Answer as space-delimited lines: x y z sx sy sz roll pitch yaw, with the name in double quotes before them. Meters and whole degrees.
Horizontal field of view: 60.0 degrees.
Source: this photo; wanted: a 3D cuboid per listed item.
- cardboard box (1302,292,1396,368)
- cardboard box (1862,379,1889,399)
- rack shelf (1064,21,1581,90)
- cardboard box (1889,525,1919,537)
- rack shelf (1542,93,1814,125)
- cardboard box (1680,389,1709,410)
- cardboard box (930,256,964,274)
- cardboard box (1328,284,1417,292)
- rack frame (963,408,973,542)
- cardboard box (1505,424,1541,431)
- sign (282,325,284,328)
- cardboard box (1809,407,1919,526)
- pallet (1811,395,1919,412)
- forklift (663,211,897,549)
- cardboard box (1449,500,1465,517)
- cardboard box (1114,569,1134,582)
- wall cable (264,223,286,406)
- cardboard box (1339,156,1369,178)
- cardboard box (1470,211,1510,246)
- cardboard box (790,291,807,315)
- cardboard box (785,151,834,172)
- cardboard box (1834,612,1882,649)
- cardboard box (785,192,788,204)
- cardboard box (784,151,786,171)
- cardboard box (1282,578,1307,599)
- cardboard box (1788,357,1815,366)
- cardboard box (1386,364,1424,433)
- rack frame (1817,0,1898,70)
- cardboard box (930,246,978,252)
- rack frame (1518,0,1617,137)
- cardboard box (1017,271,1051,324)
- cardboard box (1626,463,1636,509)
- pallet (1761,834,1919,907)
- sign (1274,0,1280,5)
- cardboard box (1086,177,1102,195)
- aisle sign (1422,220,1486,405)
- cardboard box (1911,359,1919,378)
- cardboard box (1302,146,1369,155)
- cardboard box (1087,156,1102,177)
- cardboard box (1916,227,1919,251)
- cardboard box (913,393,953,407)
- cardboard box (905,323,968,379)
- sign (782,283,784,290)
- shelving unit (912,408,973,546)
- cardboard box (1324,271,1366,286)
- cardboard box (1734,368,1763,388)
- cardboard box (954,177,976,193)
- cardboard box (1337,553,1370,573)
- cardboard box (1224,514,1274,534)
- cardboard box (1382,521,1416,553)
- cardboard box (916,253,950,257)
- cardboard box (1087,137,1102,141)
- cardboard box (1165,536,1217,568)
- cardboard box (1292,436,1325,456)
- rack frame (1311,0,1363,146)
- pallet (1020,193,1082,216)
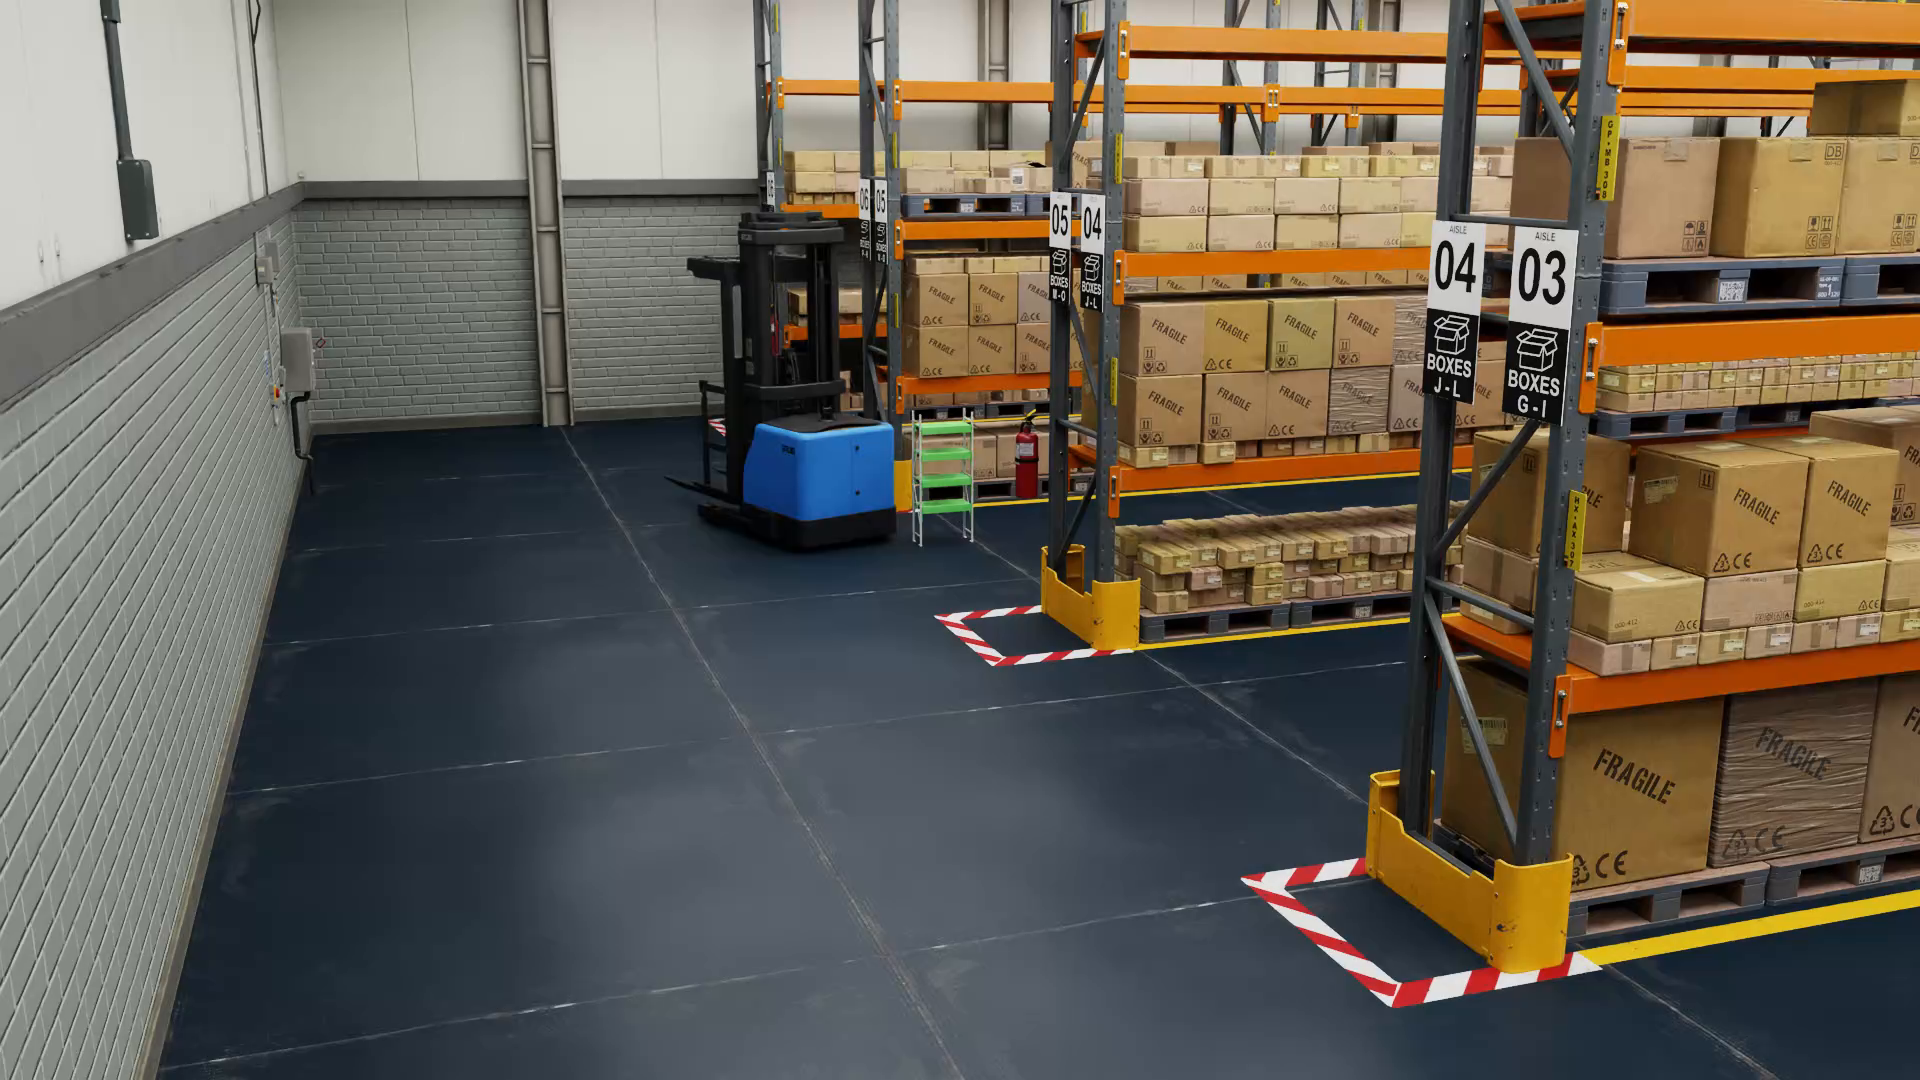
"cardboard box" 2.858 -1.561 12.310 0.500 0.500 0.500 -5 14 -20
"cardboard box" 7.434 -1.276 13.768 0.250 0.149 0.380 -5 14 -19
"rack shelf" 2.785 -3.510 12.122 4.000 0.370 1.077 -4 14 -18
"cardboard box" 4.859 0.099 8.031 0.500 0.250 0.500 -4 14 -17
"rack shelf" 8.693 -4.986 19.183 4.000 0.370 1.077 -4 14 -18
"cardboard box" 5.700 -1.140 13.197 0.250 0.149 0.380 -4 14 -18
"cardboard box" -0.135 -2.725 16.444 0.250 0.149 0.380 -4 14 -17
"cardboard box" 3.201 -1.719 12.974 0.500 0.500 0.500 -4 14 -17
"rack frame" 0.074 -0.590 15.136 0.015 1.200 0.240 -4 14 -18
"cardboard box" 4.275 -0.853 12.897 0.250 0.149 0.380 -5 14 -20
"sign" -7.007 -1.971 17.258 0.001 0.494 0.329 -4 14 -18
"cardboard box" 4.670 -0.379 8.420 0.500 0.500 0.500 -5 14 -20
"pallet" 7.830 -1.217 14.297 1.003 0.211 1.213 -4 14 -18
"forklift" -1.871 -1.634 15.788 1.130 2.935 3.031 -10 17 -36
"cardboard box" 4.008 -0.210 13.619 0.250 0.149 0.380 -4 14 -15
"cardboard box" 1.322 0.303 12.749 0.250 0.149 0.380 -4 14 -17
"wall cable" -6.585 -2.257 16.060 0.122 1.984 0.588 -4 14 -18
"cardboard box" 2.751 -2.701 12.024 0.250 0.149 0.380 -4 14 -16
"cardboard box" 3.825 -2.347 12.478 0.500 0.250 0.500 -4 14 -18
"cardboard box" -1.856 -3.008 21.096 0.500 0.250 0.500 -4 14 -18
"cardboard box" -1.871 -4.714 20.705 0.500 0.250 0.500 -5 14 -19
"cardboard box" 4.035 0.373 7.744 0.250 0.149 0.380 -5 14 -19
"cardboard box" -2.142 -4.373 21.215 0.250 0.149 0.380 -4 14 -17
"cardboard box" -2.039 -4.830 21.194 0.500 0.250 0.500 -5 14 -20
"cardboard box" 2.432 0.327 12.646 0.250 0.149 0.380 -4 14 -18
"cardboard box" 6.680 -1.507 13.452 0.250 0.149 0.380 -4 14 -16
"cardboard box" 3.348 -1.112 12.584 0.500 0.500 0.500 -5 14 -18
"rack frame" 10.588 -5.678 19.674 0.127 3.000 1.000 -4 14 -18
"cardboard box" -0.077 -3.642 22.141 0.500 0.500 0.500 -5 14 -20
"rack frame" 4.681 -4.009 12.659 0.127 3.000 1.000 -4 14 -18
"cardboard box" 0.734 -2.461 16.738 0.500 0.500 0.500 -5 14 -18
"cardboard box" 5.465 -0.440 13.493 0.500 0.250 0.500 -5 14 -21
"pallet" 4.263 1.491 8.525 1.213 0.211 1.003 -4 14 -18
"sign" 3.160 -5.495 16.546 0.005 0.325 0.100 -4 14 -18
"cardboard box" 1.245 -2.515 12.102 0.500 0.250 0.500 -5 14 -20
"aisle sign" 2.212 -1.025 7.461 0.004 0.787 0.394 -4 14 -18
"cardboard box" 7.896 -1.456 13.883 0.250 0.149 0.380 -4 14 -16
"cardboard box" 3.934 -3.883 17.485 0.500 0.500 0.500 -5 14 -19
"cardboard box" 1.111 -2.708 12.053 0.250 0.149 0.380 -5 14 -19
"cardboard box" 4.392 -1.639 7.837 0.500 0.500 0.700 -4 14 -16
"cardboard box" -0.406 -2.046 21.865 0.500 0.500 0.500 -4 14 -17
"cardboard box" -0.239 -1.895 16.518 0.500 0.500 0.500 -5 14 -19
"sign" -2.198 -3.264 20.620 0.005 0.325 0.100 -4 14 -18
"shelving unit" -0.157 -0.571 15.060 0.503 1.200 0.258 -4 14 -18
"cardboard box" 3.988 -2.717 17.814 0.500 0.500 0.500 -5 14 -18
"cardboard box" 6.191 -1.324 13.327 0.250 0.149 0.380 -4 14 -16
"cardboard box" -0.015 -3.565 16.693 0.250 0.149 0.380 -6 14 -22
"cardboard box" 2.951 0.132 12.822 0.250 0.149 0.380 -4 14 -15
"cardboard box" 2.274 -0.087 13.102 0.250 0.149 0.380 -4 14 -16
"cardboard box" 3.465 -0.024 12.838 0.250 0.149 0.380 -5 14 -21
"cardboard box" -0.276 -2.819 16.840 0.250 0.149 0.380 -4 14 -17
"cardboard box" 1.816 -5.139 21.773 0.258 0.266 0.396 -5 14 -19
"cardboard box" 1.717 0.087 12.370 0.250 0.149 0.380 -4 14 -17
"cardboard box" 2.511 -0.737 12.410 0.250 0.149 0.380 -5 14 -19
"rack frame" 5.211 -6.471 23.009 0.127 3.000 1.000 -4 14 -18
"pallet" 1.073 -3.438 16.930 1.213 0.211 1.003 -4 14 -18
